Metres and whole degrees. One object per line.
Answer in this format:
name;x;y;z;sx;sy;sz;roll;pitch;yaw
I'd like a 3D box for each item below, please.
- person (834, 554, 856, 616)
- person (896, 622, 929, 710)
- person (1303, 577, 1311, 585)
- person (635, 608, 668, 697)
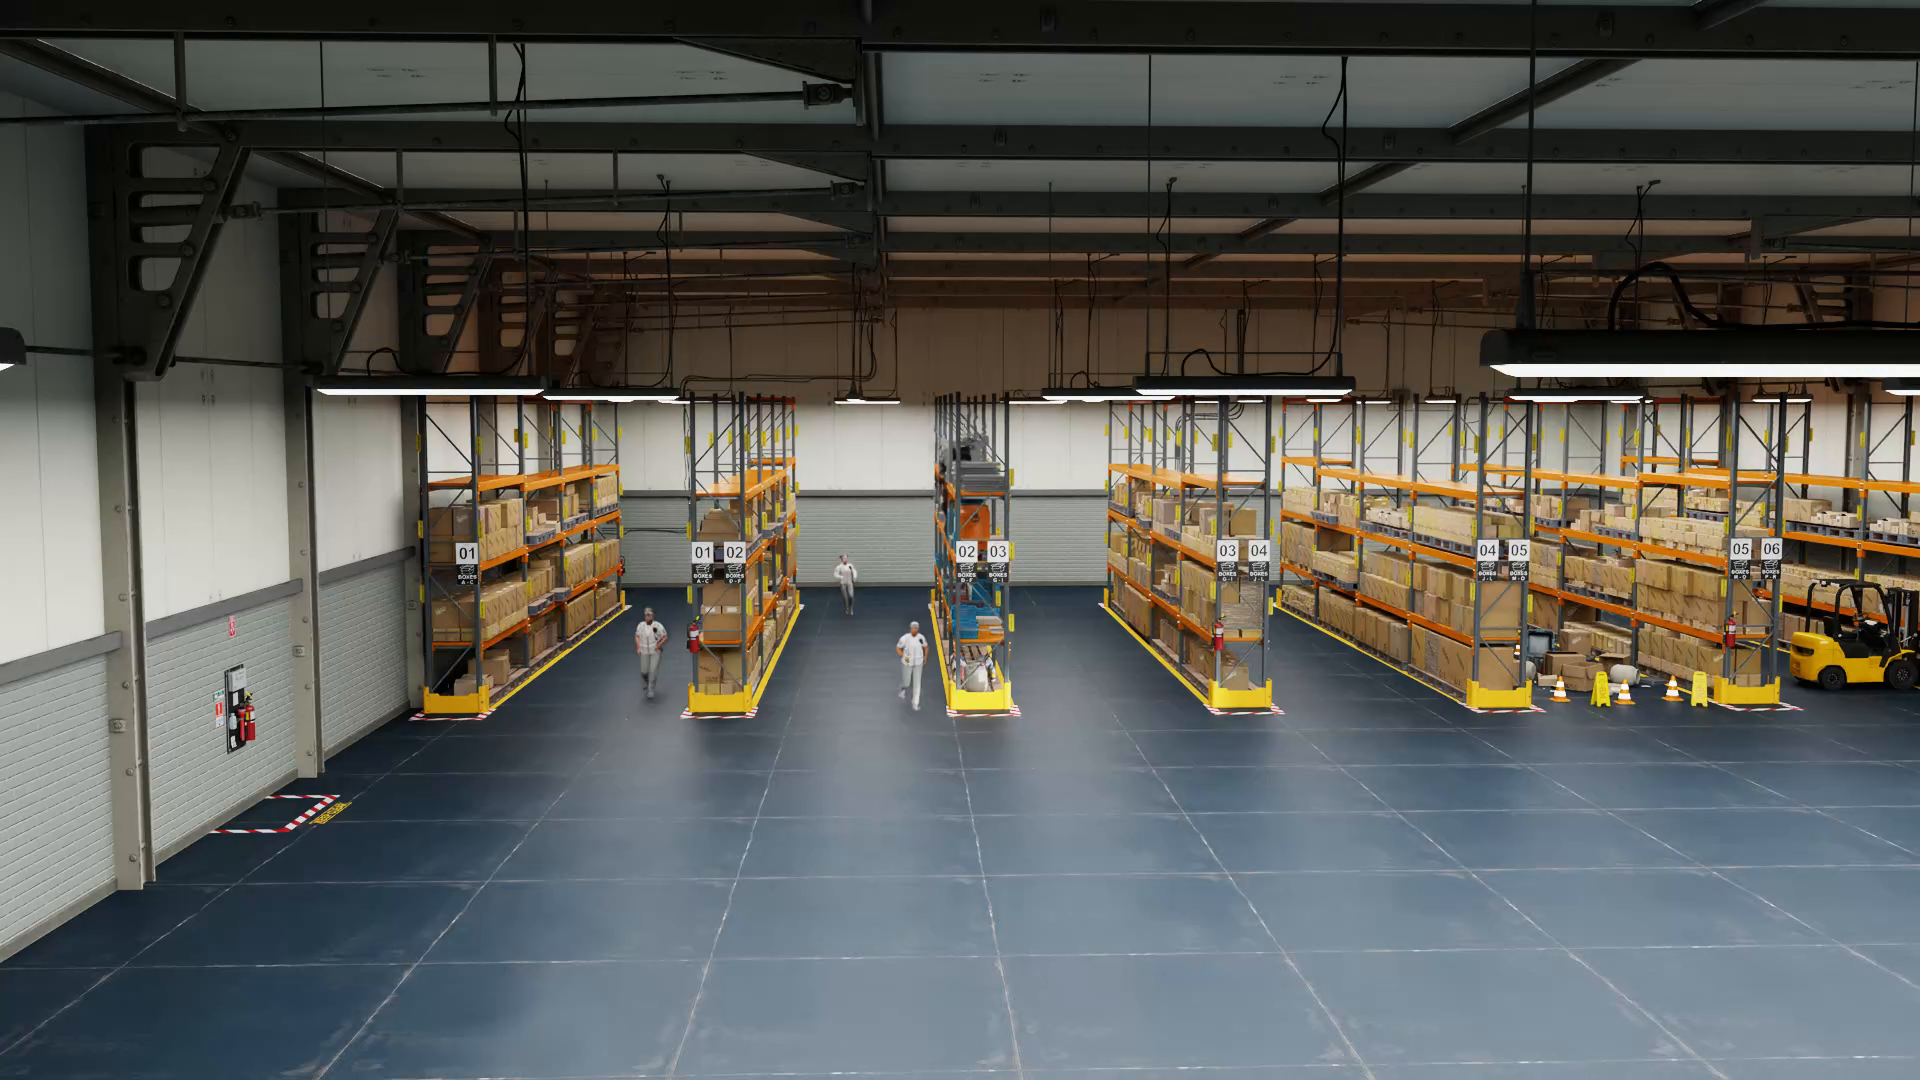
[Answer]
person;-3.145;1.234;45.705;0.641;1.732;0.605;-1;5;-14
person;-0.899;2.380;31.753;0.645;1.661;0.777;-1;5;-14
person;10.326;0.959;49.041;0.608;1.708;0.808;4;6;39
person;-6.131;2.216;33.008;0.653;1.758;0.647;0;5;0
